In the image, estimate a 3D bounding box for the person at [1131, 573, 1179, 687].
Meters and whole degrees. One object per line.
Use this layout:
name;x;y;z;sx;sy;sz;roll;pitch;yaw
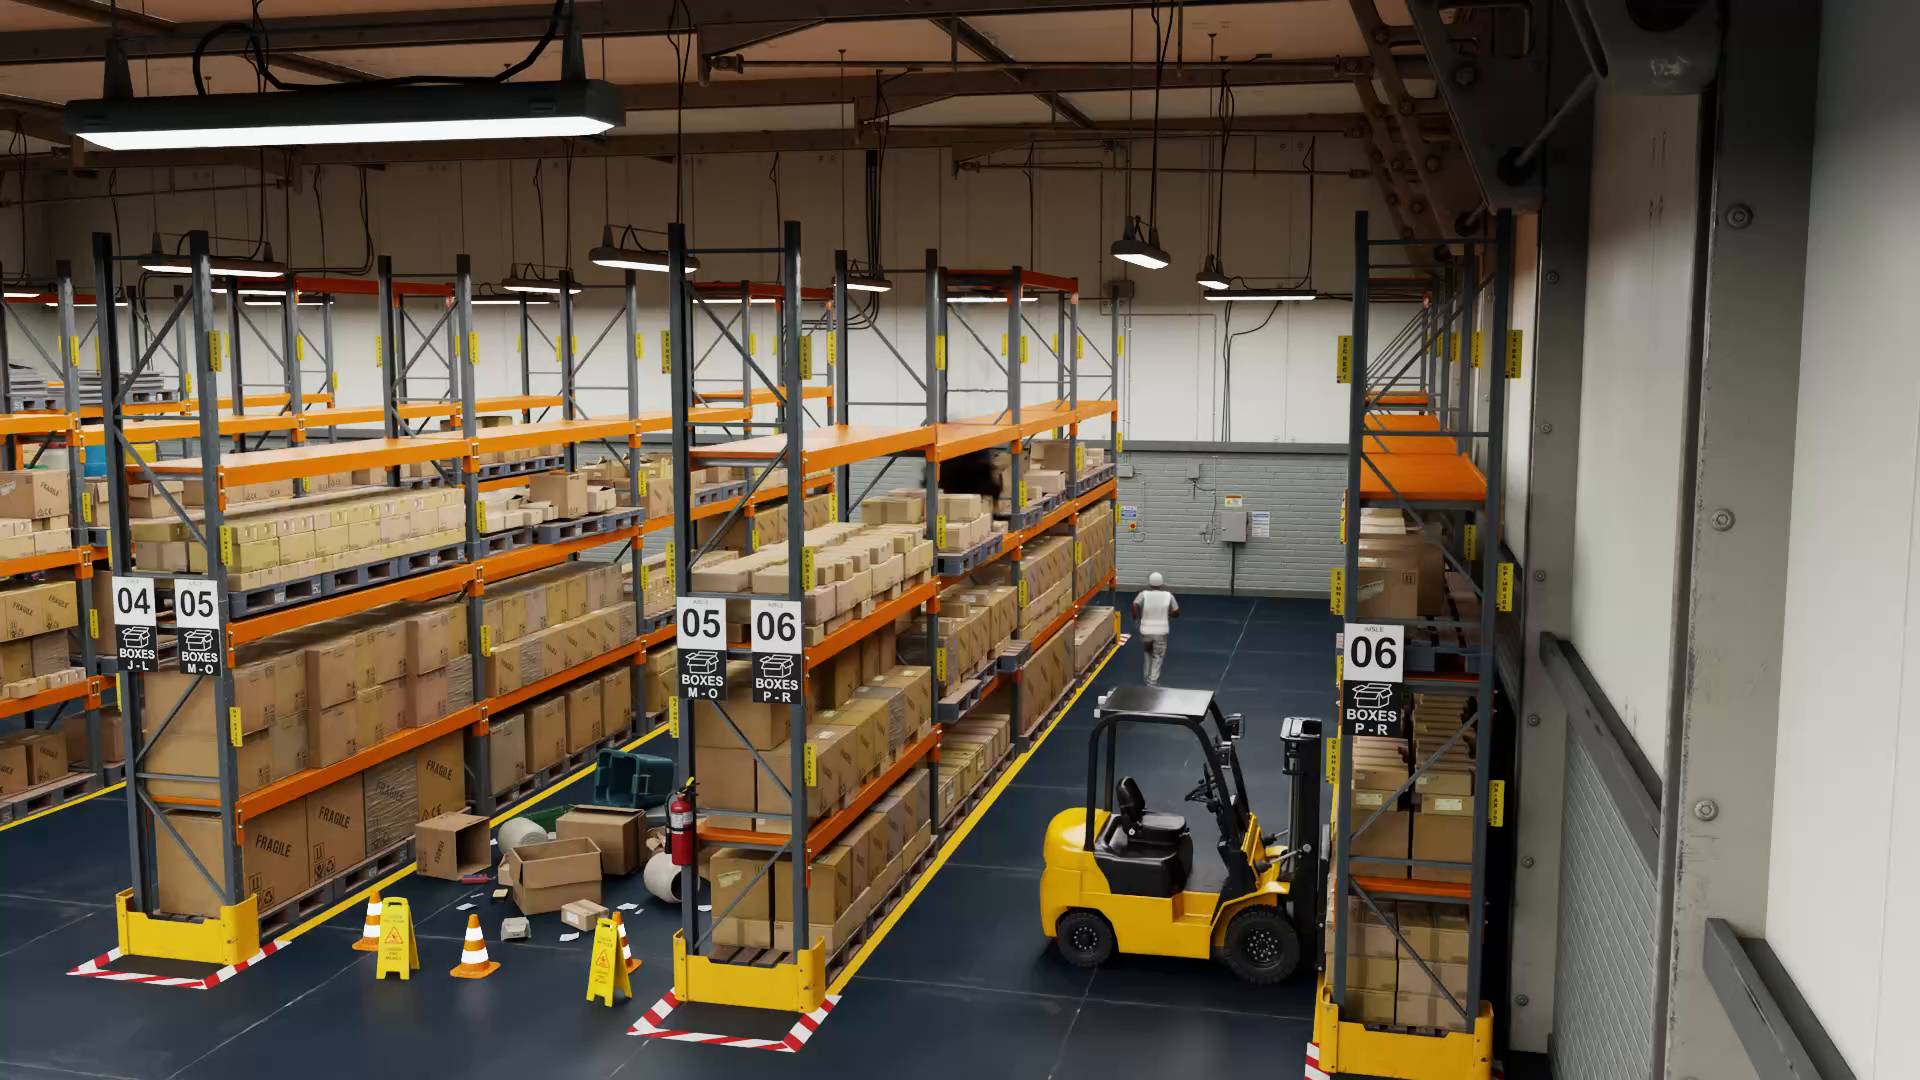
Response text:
person;2.805;1.392;23.887;0.651;1.837;0.854;2;7;15
